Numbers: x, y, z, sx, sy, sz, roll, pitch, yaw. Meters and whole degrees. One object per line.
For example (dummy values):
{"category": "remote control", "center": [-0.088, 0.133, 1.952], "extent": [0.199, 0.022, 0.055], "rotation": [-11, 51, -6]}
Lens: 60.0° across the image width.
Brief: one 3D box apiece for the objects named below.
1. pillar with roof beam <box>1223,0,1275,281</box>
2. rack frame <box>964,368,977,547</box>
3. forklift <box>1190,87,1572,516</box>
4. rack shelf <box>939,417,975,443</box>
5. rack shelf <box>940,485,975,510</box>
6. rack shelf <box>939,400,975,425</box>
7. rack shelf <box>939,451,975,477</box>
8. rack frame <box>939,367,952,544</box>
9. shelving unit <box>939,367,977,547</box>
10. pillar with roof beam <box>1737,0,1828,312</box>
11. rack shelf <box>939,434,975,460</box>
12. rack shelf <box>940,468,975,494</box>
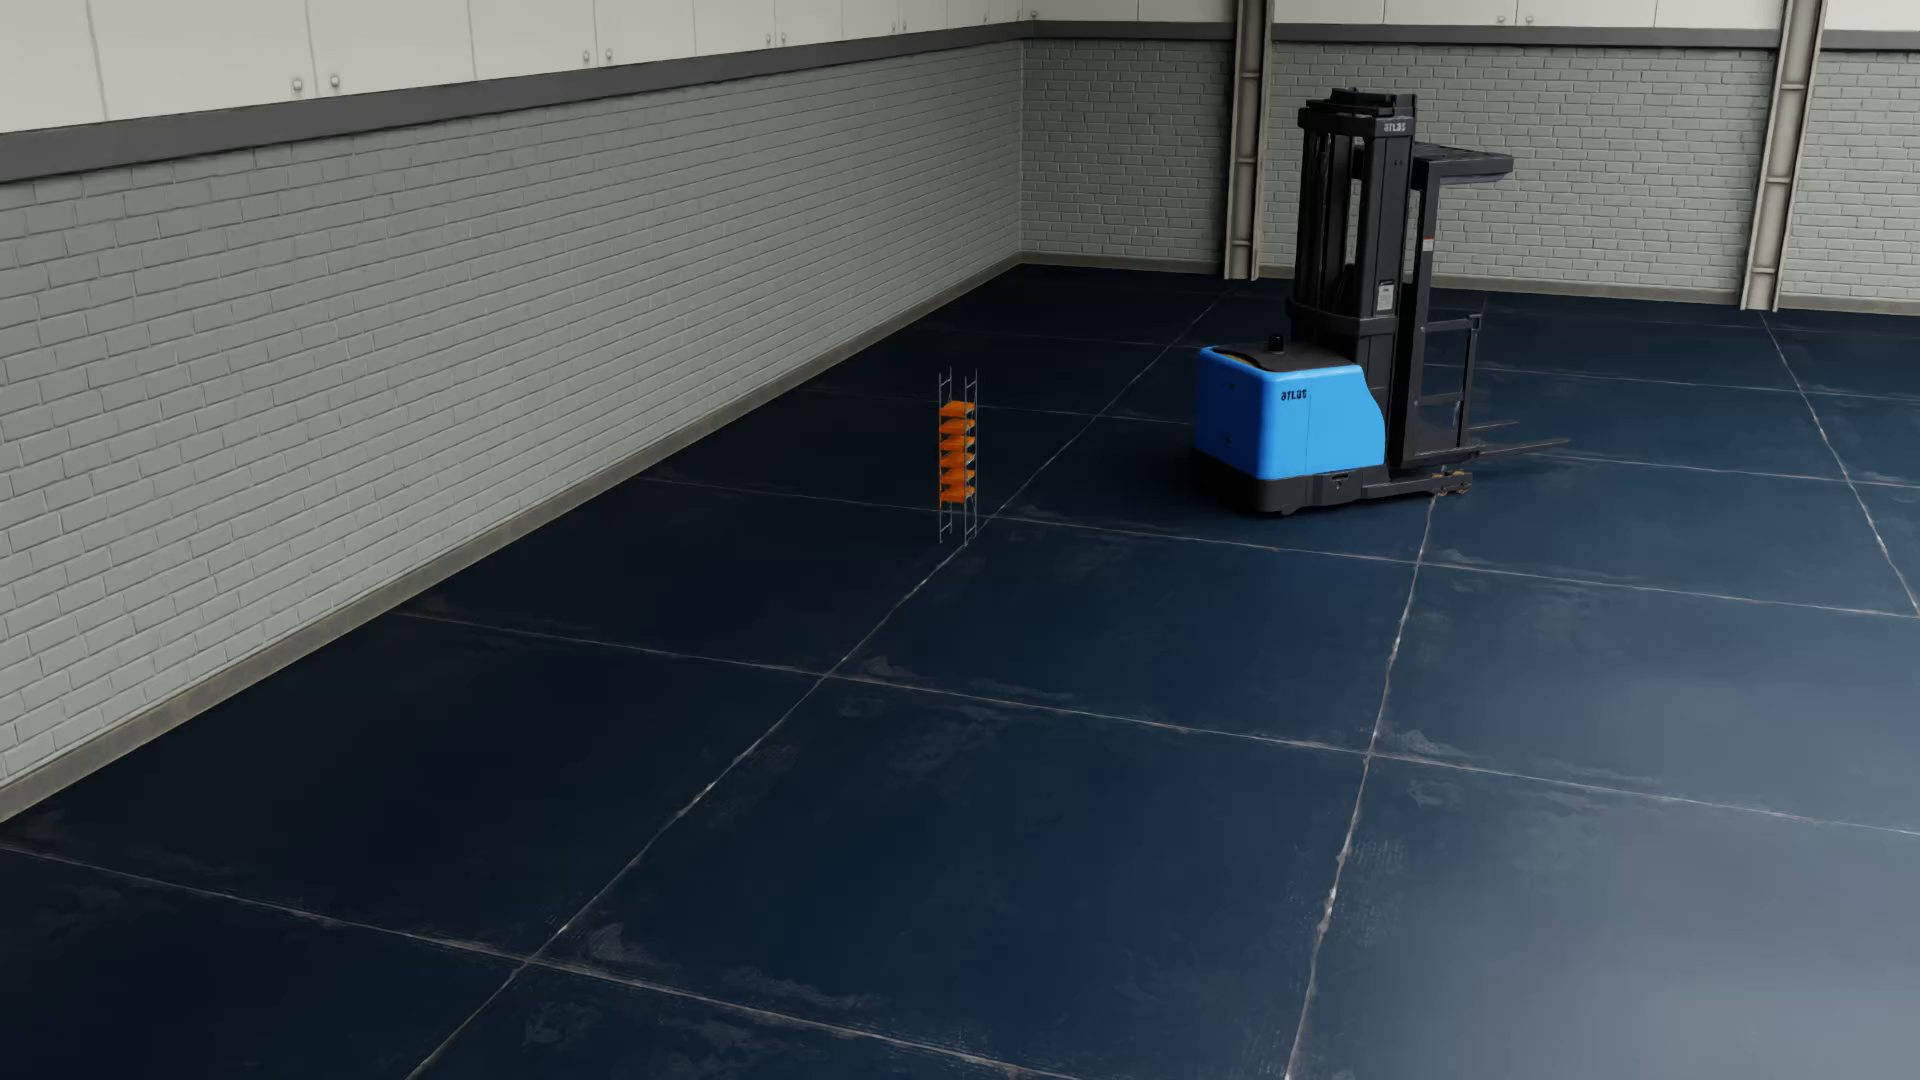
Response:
{"category": "pillar with roof beam", "center": [2.162, -6.244, 15.819], "extent": [0.400, 9.000, 9.100], "rotation": [7, 20, 18]}
{"category": "rack frame", "center": [0.073, -0.558, 11.355], "extent": [0.006, 1.200, 0.240], "rotation": [7, 20, 18]}
{"category": "forklift", "center": [3.327, -1.862, 12.466], "extent": [3.031, 2.935, 1.130], "rotation": [-8, 21, -22]}
{"category": "rack shelf", "center": [-0.014, -0.753, 11.319], "extent": [0.180, 0.103, 0.258], "rotation": [7, 20, 18]}
{"category": "rack shelf", "center": [-0.014, -0.300, 11.477], "extent": [0.180, 0.103, 0.258], "rotation": [7, 20, 18]}
{"category": "rack shelf", "center": [-0.014, -0.866, 11.279], "extent": [0.180, 0.103, 0.258], "rotation": [7, 20, 18]}
{"category": "rack shelf", "center": [-0.014, -0.526, 11.398], "extent": [0.180, 0.103, 0.258], "rotation": [7, 20, 18]}
{"category": "rack frame", "center": [-0.100, -0.578, 11.412], "extent": [0.006, 1.200, 0.240], "rotation": [7, 20, 18]}
{"category": "shelving unit", "center": [-0.014, -0.568, 11.383], "extent": [0.189, 1.200, 0.258], "rotation": [7, 20, 18]}
{"category": "pillar with roof beam", "center": [7.830, -5.596, 13.959], "extent": [0.400, 9.000, 9.100], "rotation": [7, 20, 18]}
{"category": "rack shelf", "center": [-0.014, -0.639, 11.358], "extent": [0.180, 0.103, 0.258], "rotation": [7, 20, 18]}
{"category": "rack shelf", "center": [-0.014, -0.413, 11.437], "extent": [0.180, 0.103, 0.258], "rotation": [7, 20, 18]}
